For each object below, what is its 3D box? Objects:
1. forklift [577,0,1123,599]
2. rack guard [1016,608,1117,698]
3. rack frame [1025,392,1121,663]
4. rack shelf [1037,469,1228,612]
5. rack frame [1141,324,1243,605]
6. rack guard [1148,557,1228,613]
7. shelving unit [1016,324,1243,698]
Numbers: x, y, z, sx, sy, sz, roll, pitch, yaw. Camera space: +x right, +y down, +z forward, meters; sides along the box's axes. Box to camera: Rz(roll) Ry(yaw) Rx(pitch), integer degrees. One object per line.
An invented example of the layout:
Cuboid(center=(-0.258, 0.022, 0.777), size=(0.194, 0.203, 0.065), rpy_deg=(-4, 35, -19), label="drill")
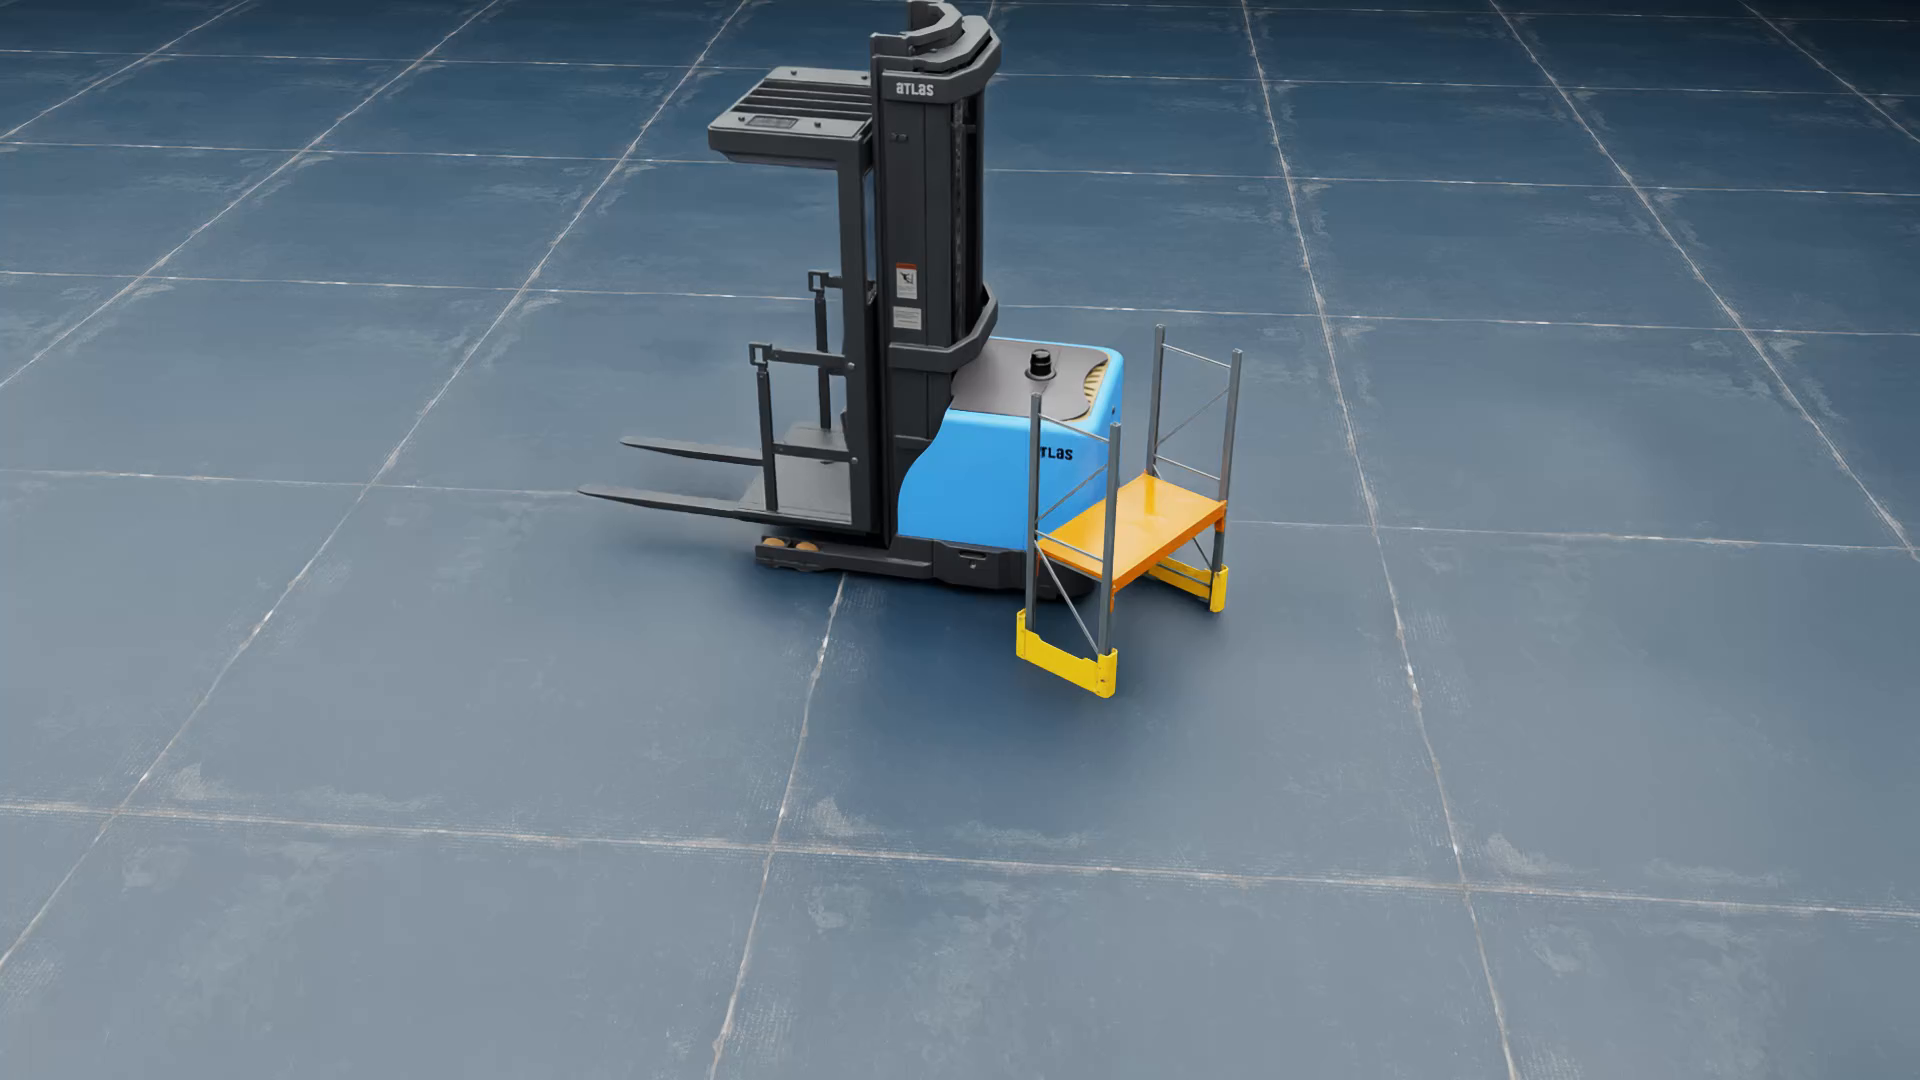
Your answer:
Cuboid(center=(-0.657, -1.328, 8.892), size=(3.031, 2.935, 1.130), rpy_deg=(7, 32, 11), label="forklift")
Cuboid(center=(0.532, 0.567, 8.372), size=(0.587, 0.250, 0.087), rpy_deg=(24, 39, 34), label="rack guard")
Cuboid(center=(0.531, 0.036, 8.043), size=(0.500, 1.500, 0.032), rpy_deg=(24, 39, 34), label="rack frame")
Cuboid(center=(0.861, -0.014, 8.466), size=(0.538, 0.185, 1.000), rpy_deg=(24, 39, 34), label="rack shelf")
Cuboid(center=(1.192, -0.370, 8.701), size=(0.500, 1.500, 0.032), rpy_deg=(24, 39, 34), label="rack frame")
Cuboid(center=(1.179, 0.170, 9.016), size=(0.587, 0.250, 0.087), rpy_deg=(24, 39, 34), label="rack guard")
Cuboid(center=(0.855, -0.163, 8.366), size=(0.587, 1.500, 1.083), rpy_deg=(24, 39, 34), label="shelving unit")
